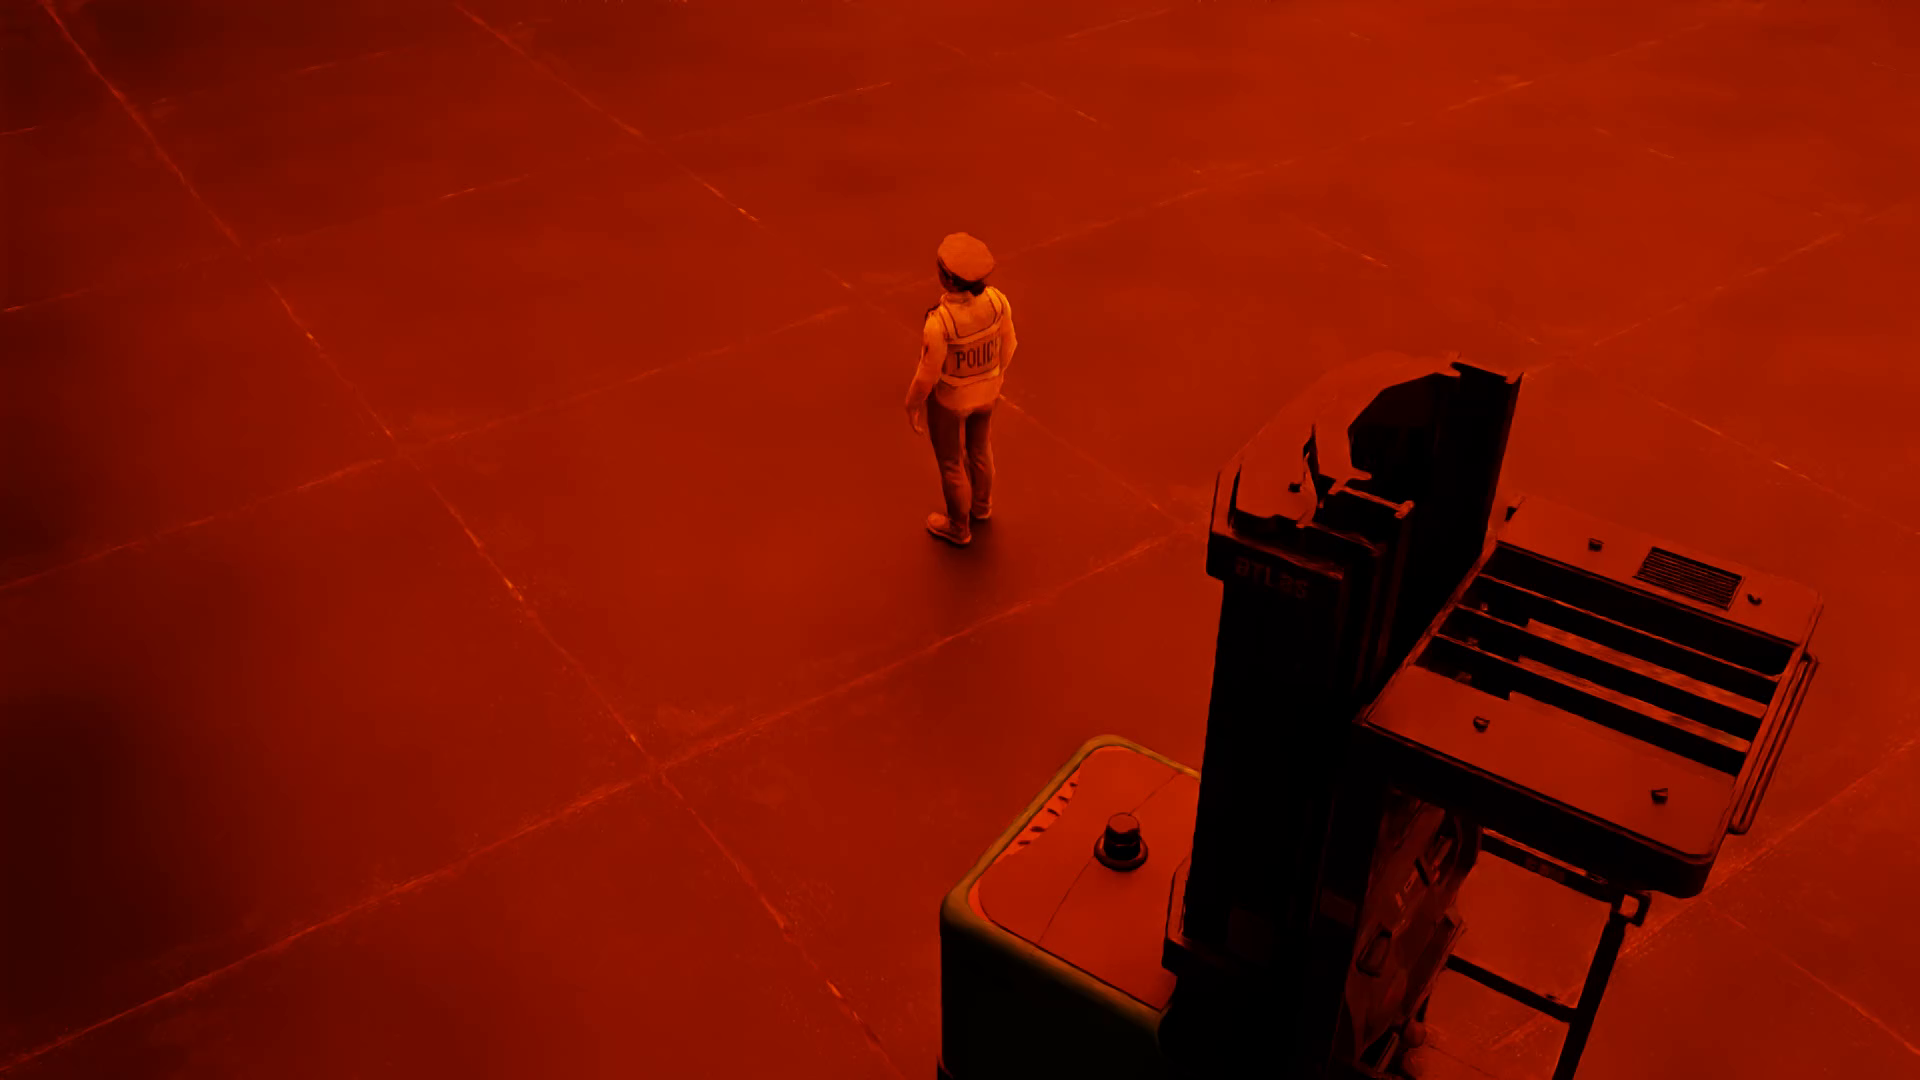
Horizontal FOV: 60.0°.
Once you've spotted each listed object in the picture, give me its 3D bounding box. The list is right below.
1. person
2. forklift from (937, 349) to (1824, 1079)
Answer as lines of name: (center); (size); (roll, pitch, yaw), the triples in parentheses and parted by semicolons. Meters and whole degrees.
person: (-0.033, -0.722, 7.949); (0.586, 1.695, 0.532); (-23, 42, -28)
forklift: (1.426, 1.064, 4.506); (3.031, 2.935, 1.130); (22, 42, 27)
